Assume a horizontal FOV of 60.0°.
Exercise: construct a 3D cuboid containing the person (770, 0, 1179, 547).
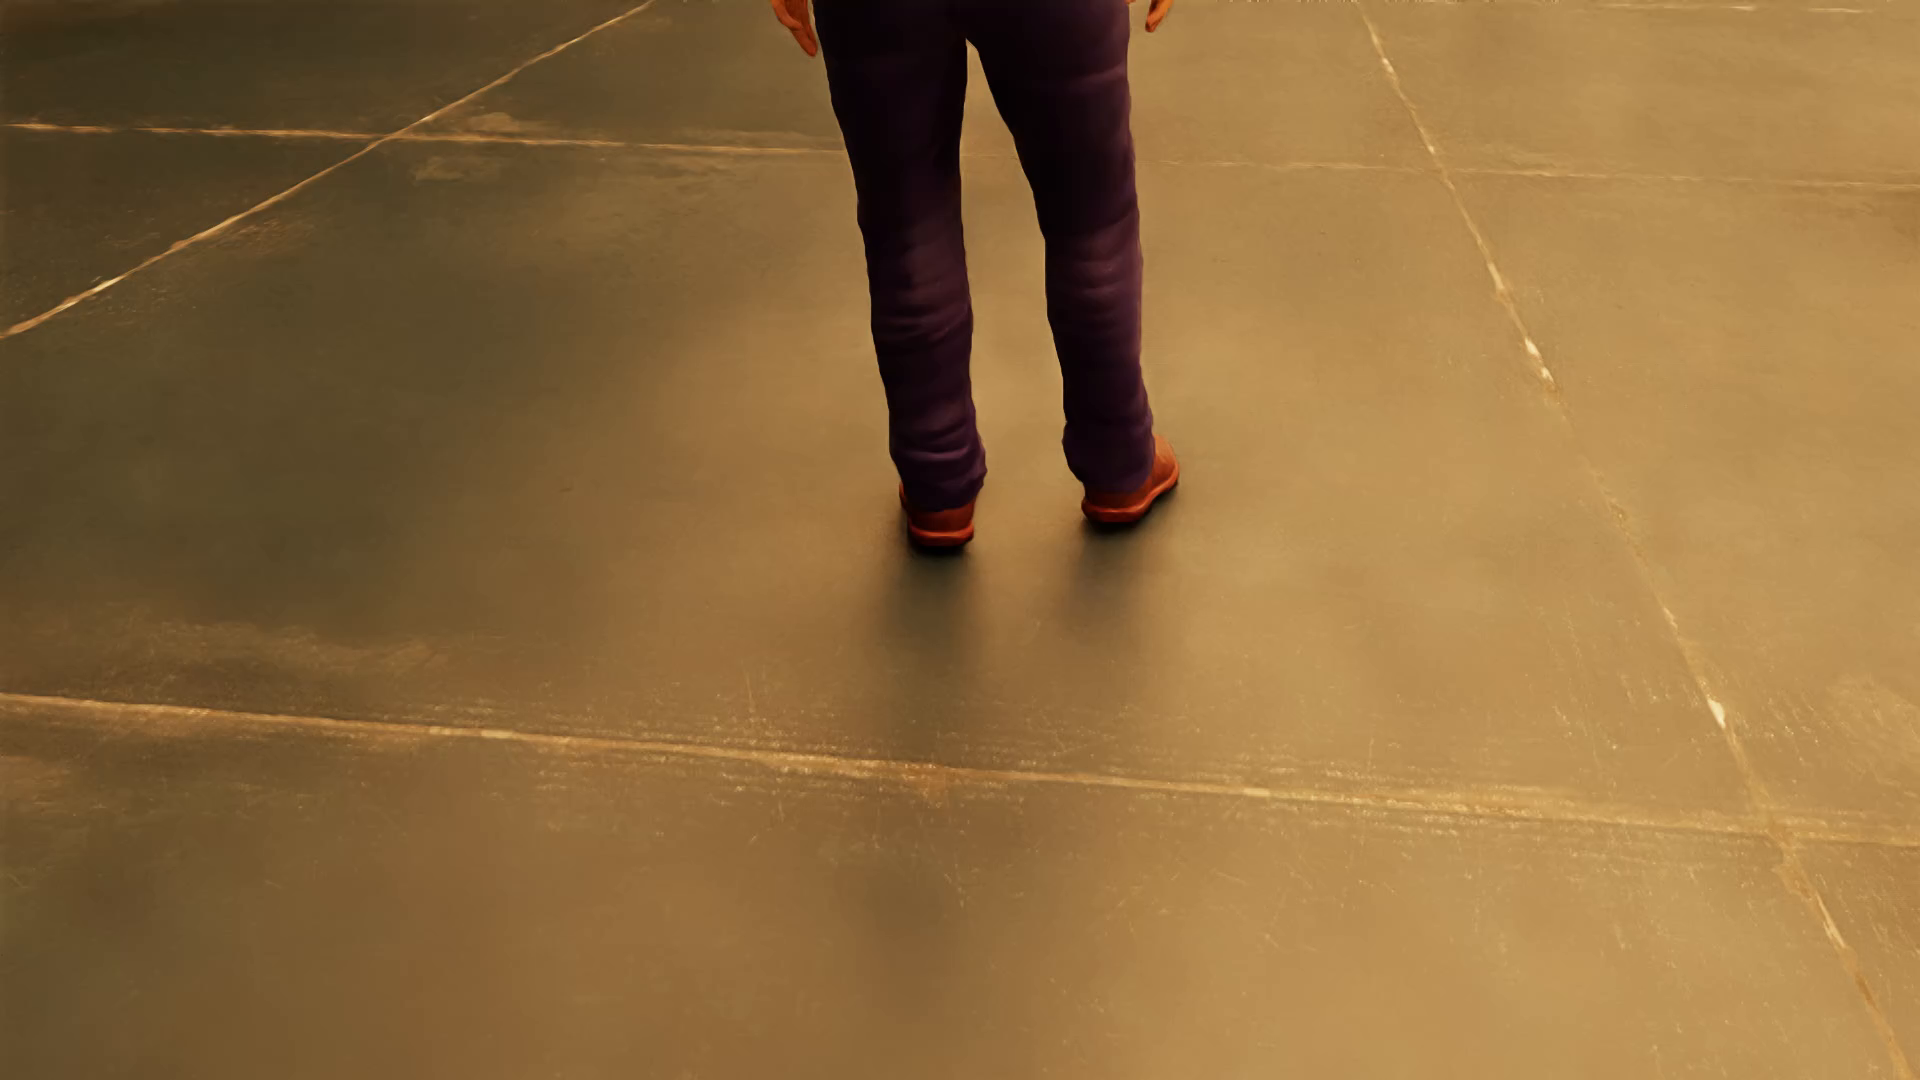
[{"bbox_3d":[0.035,-0.777,2.209,0.599,1.637,0.501,3,27,7],"label":"person"}]
